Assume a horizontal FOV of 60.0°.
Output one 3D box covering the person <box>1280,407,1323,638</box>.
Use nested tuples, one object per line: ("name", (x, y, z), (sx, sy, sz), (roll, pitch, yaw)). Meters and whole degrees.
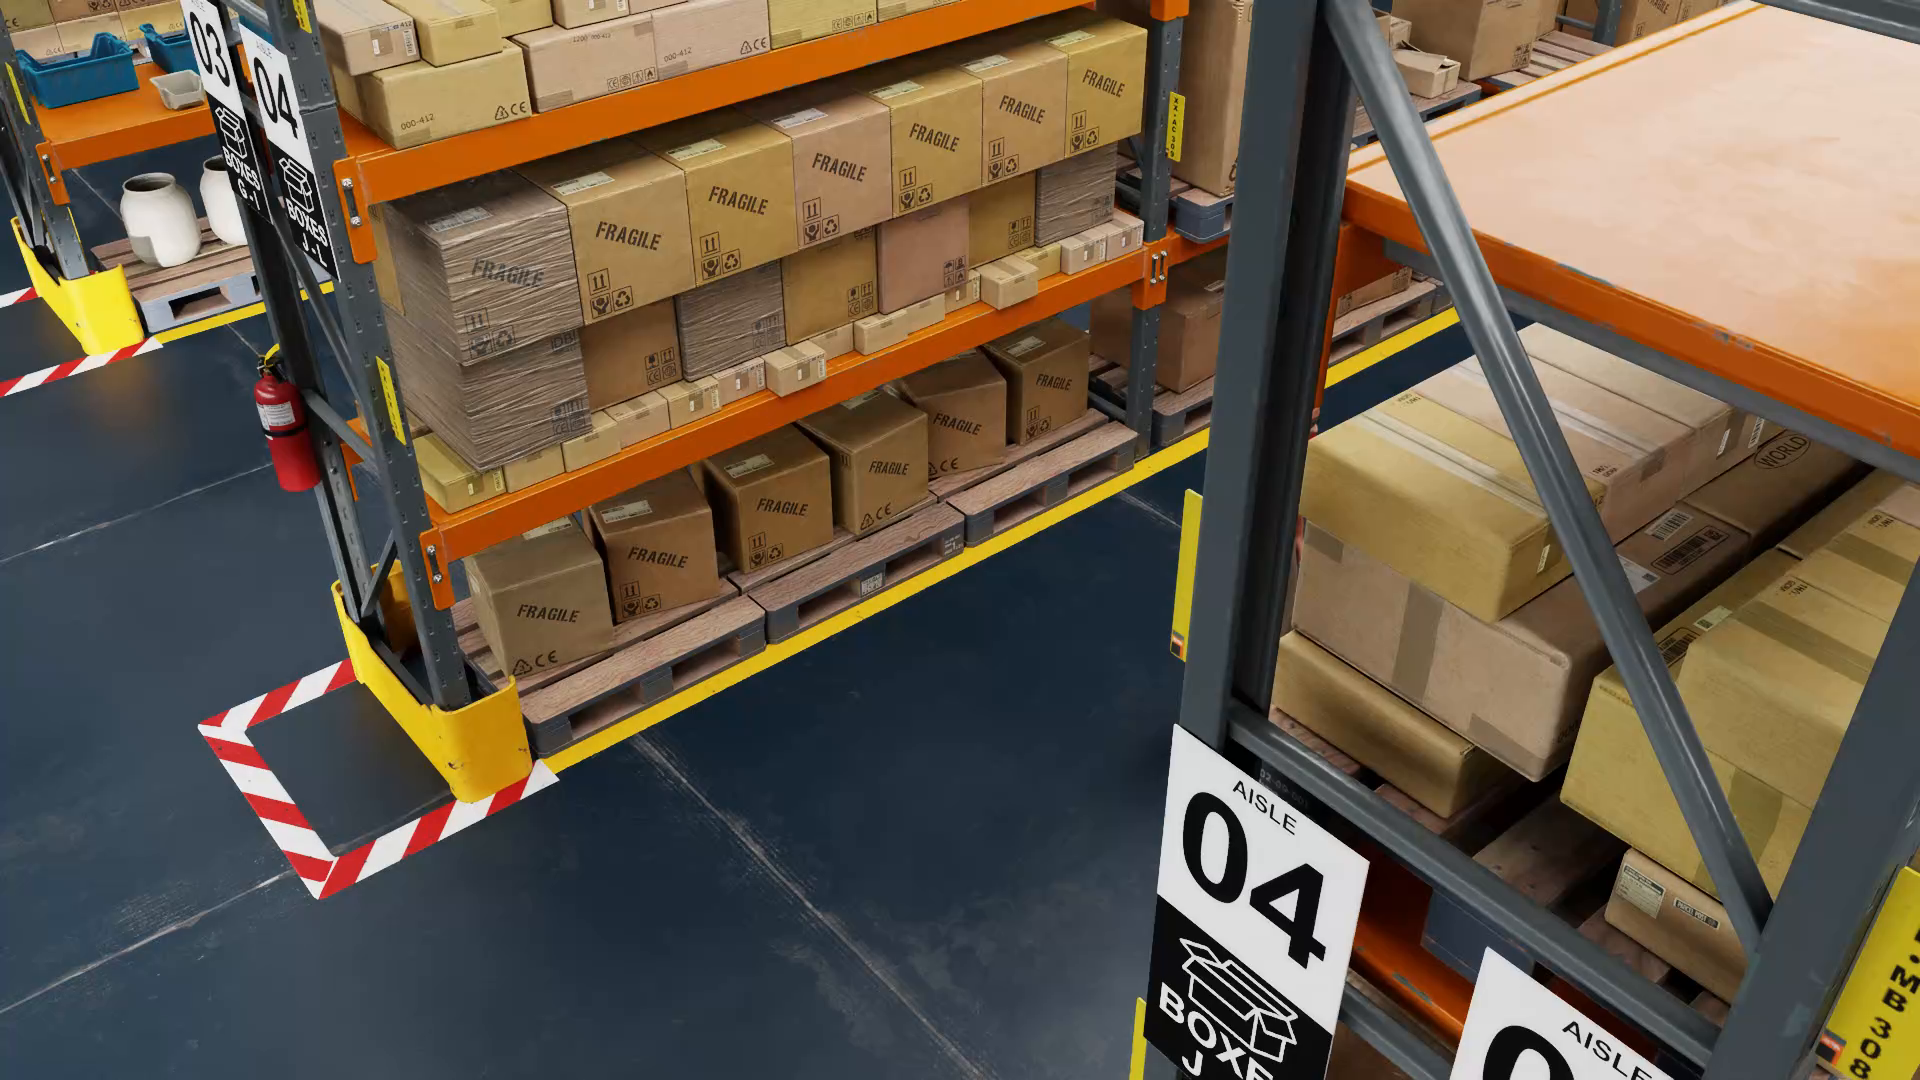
("person", (1.248, 0.046, 6.967), (0.588, 1.655, 0.371), (-29, 45, -34))
